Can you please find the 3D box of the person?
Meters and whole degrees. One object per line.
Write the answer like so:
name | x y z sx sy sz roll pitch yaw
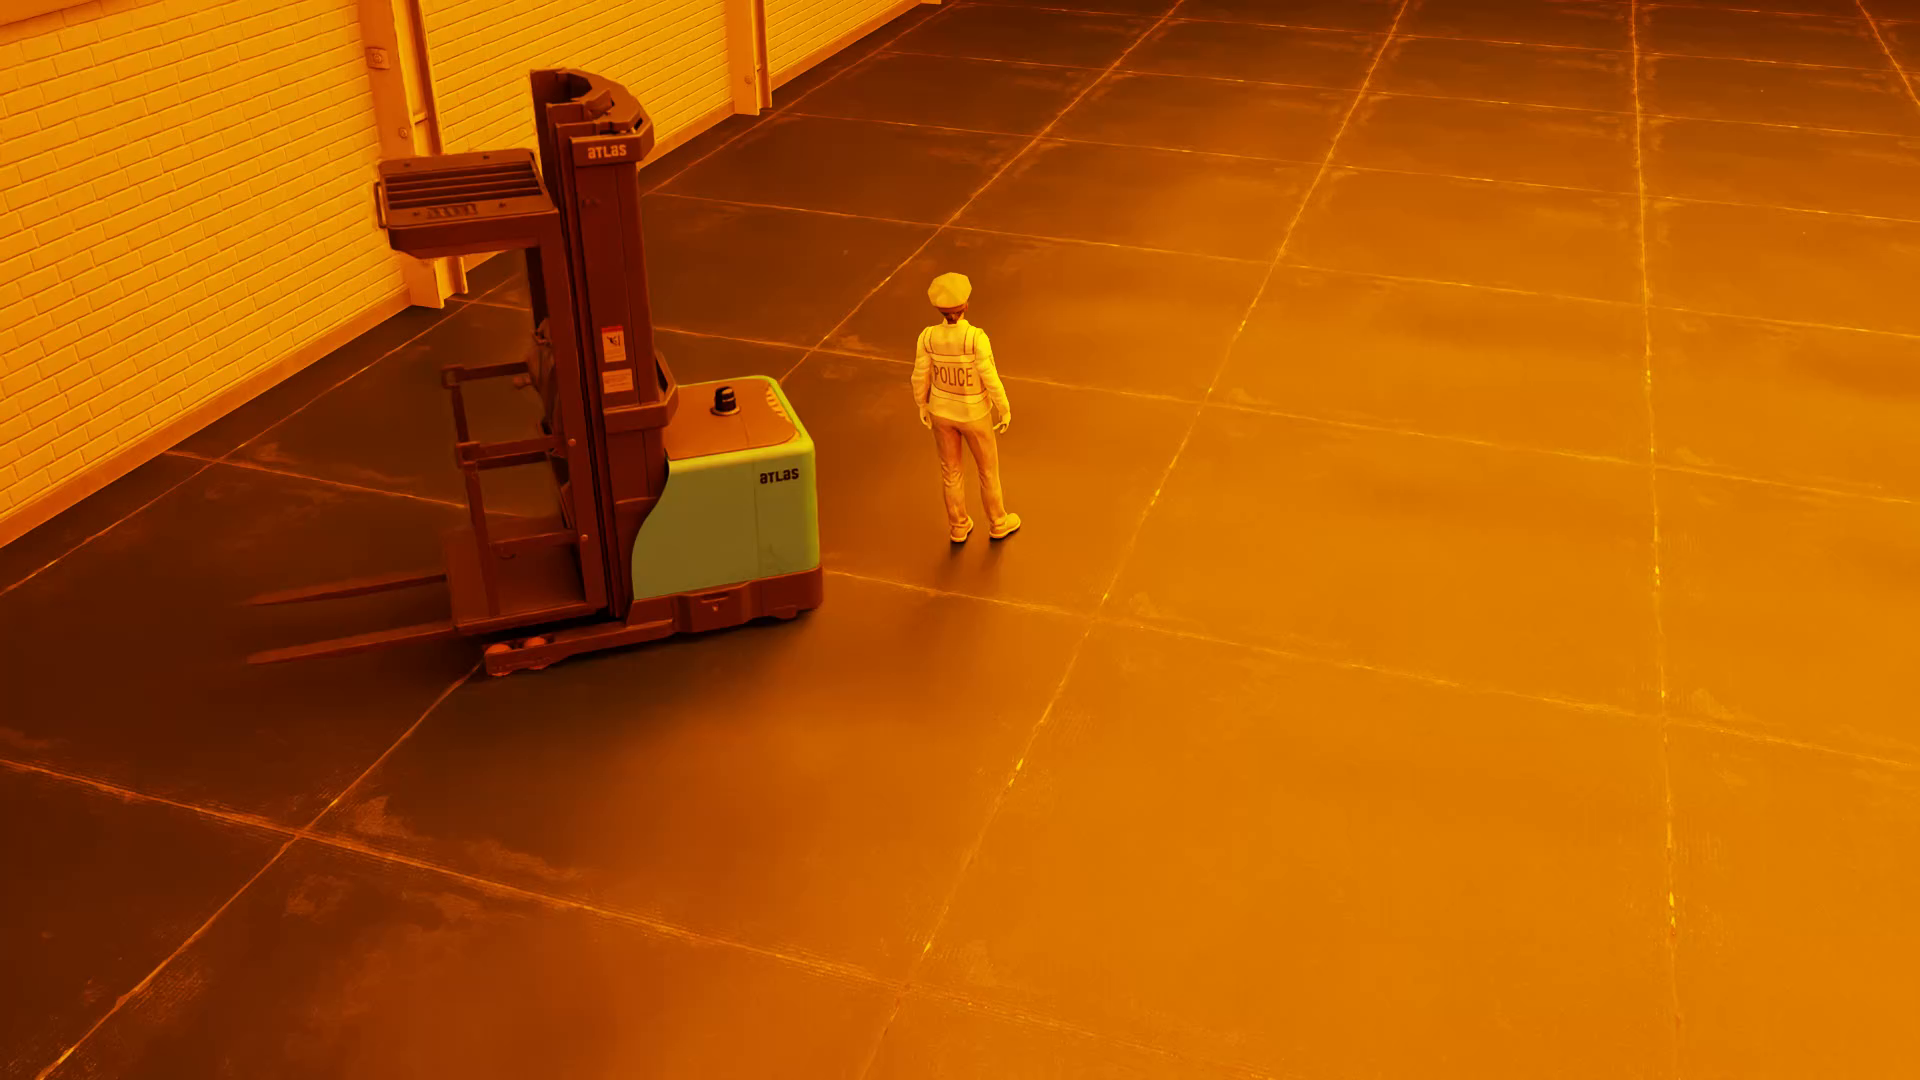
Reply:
person | 0.029 -0.774 9.728 0.587 1.694 0.529 10 31 16

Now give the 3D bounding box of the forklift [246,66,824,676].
forklift | -2.339 -0.845 8.619 3.031 2.935 1.130 -10 31 -17
